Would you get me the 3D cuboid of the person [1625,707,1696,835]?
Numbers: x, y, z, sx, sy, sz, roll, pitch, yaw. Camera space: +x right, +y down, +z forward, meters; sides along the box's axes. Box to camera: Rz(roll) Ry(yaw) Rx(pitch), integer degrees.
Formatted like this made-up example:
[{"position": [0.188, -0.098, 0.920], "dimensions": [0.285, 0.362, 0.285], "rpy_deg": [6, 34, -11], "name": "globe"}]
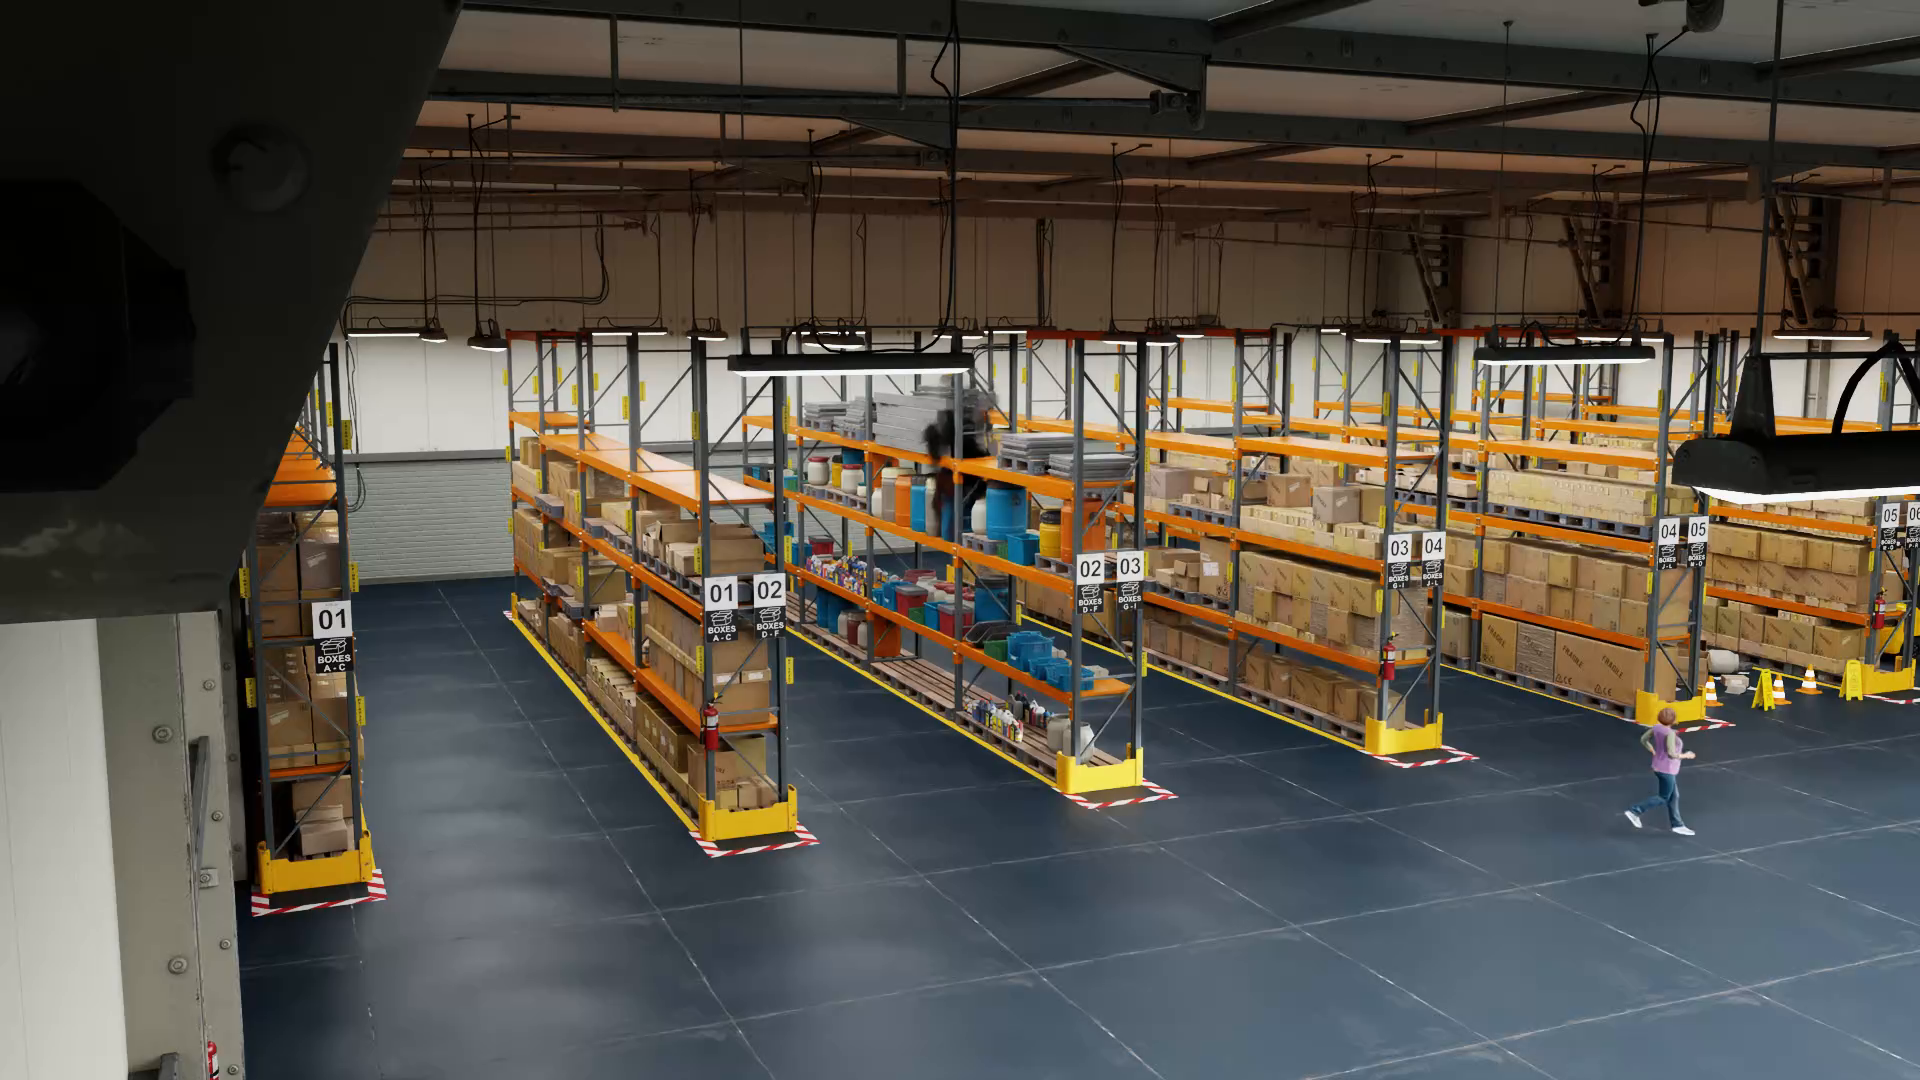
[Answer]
[{"position": [8.509, 2.806, 20.132], "dimensions": [0.872, 1.593, 0.540], "rpy_deg": [0, 8, 1], "name": "person"}]
